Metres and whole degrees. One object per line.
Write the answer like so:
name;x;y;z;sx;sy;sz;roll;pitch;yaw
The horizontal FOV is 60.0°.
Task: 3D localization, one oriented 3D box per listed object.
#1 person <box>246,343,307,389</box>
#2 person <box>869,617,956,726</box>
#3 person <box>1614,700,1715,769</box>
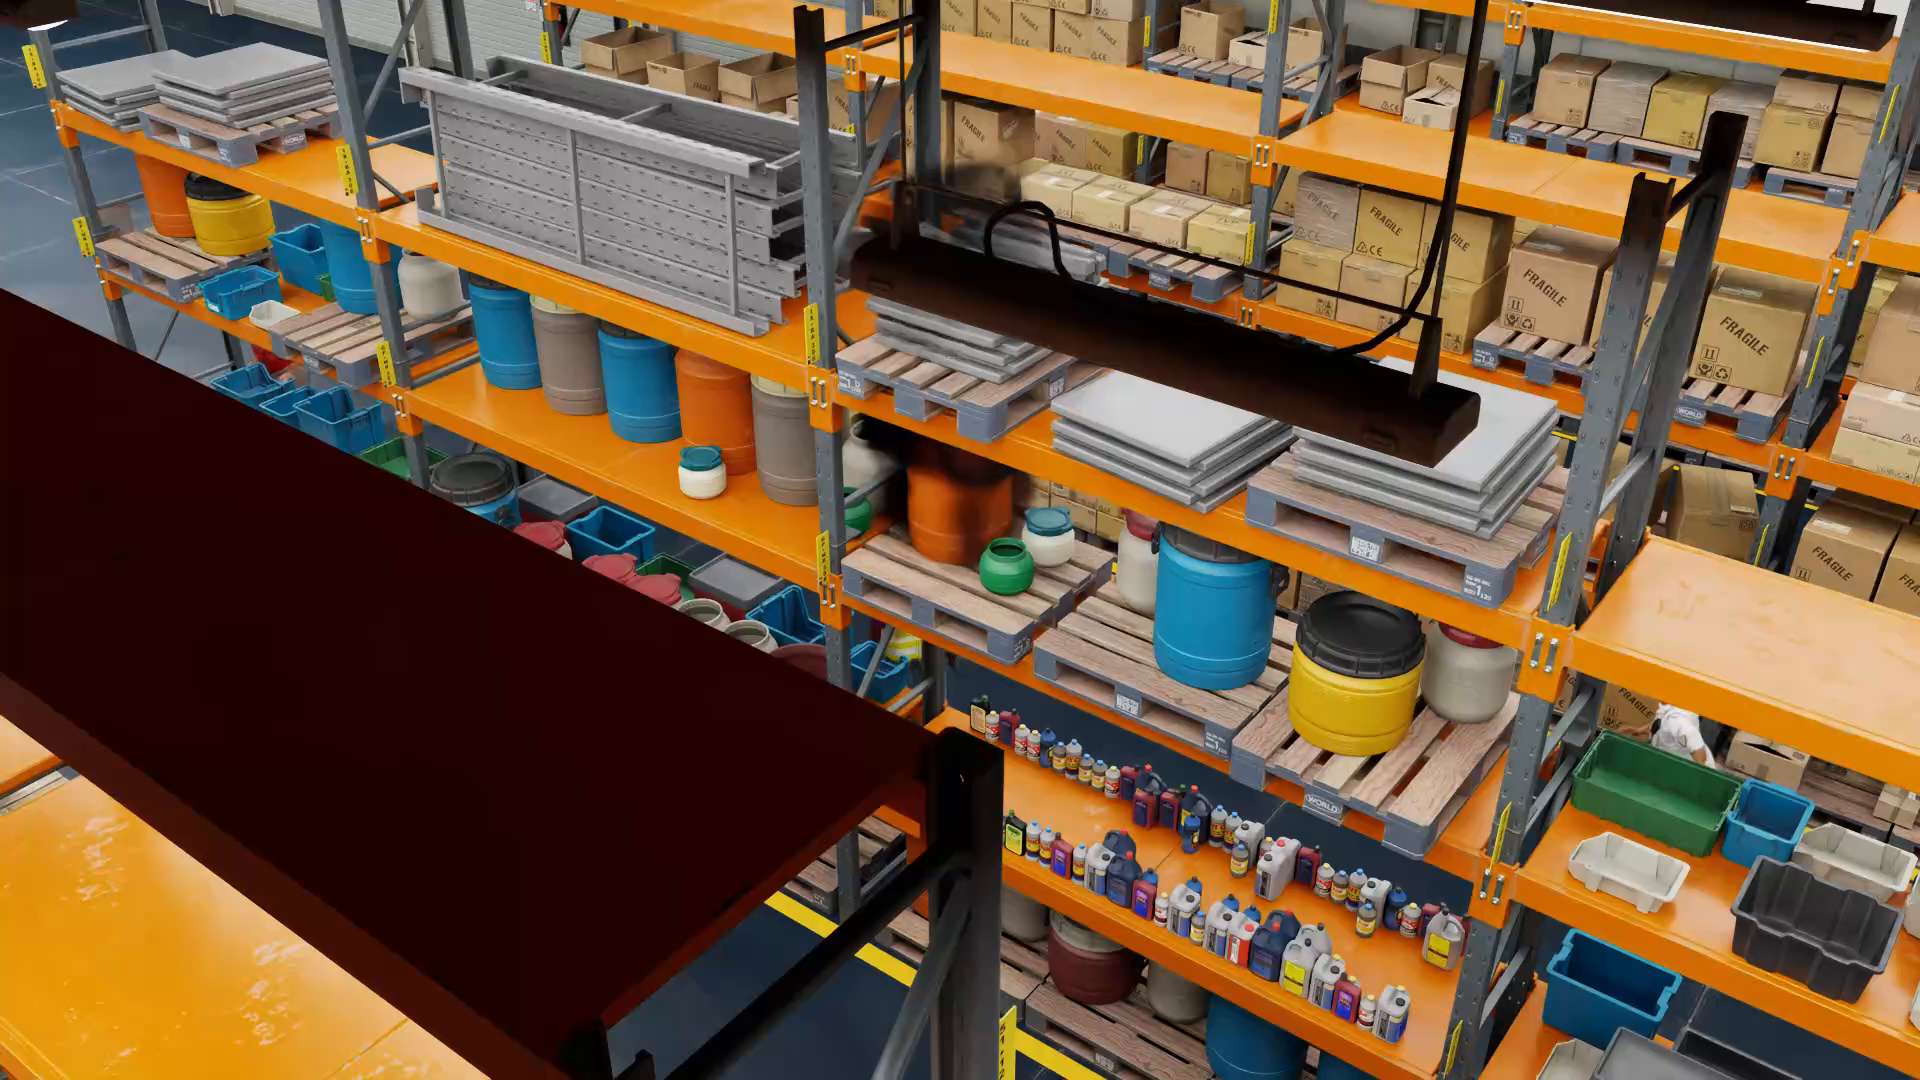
person;-6.565;-1.635;16.362;0.847;1.685;0.658;-23;38;-33
person;-0.347;0.822;12.230;0.633;1.756;0.446;-9;33;-15
person;4.796;1.571;11.217;0.821;1.557;0.610;15;34;23
